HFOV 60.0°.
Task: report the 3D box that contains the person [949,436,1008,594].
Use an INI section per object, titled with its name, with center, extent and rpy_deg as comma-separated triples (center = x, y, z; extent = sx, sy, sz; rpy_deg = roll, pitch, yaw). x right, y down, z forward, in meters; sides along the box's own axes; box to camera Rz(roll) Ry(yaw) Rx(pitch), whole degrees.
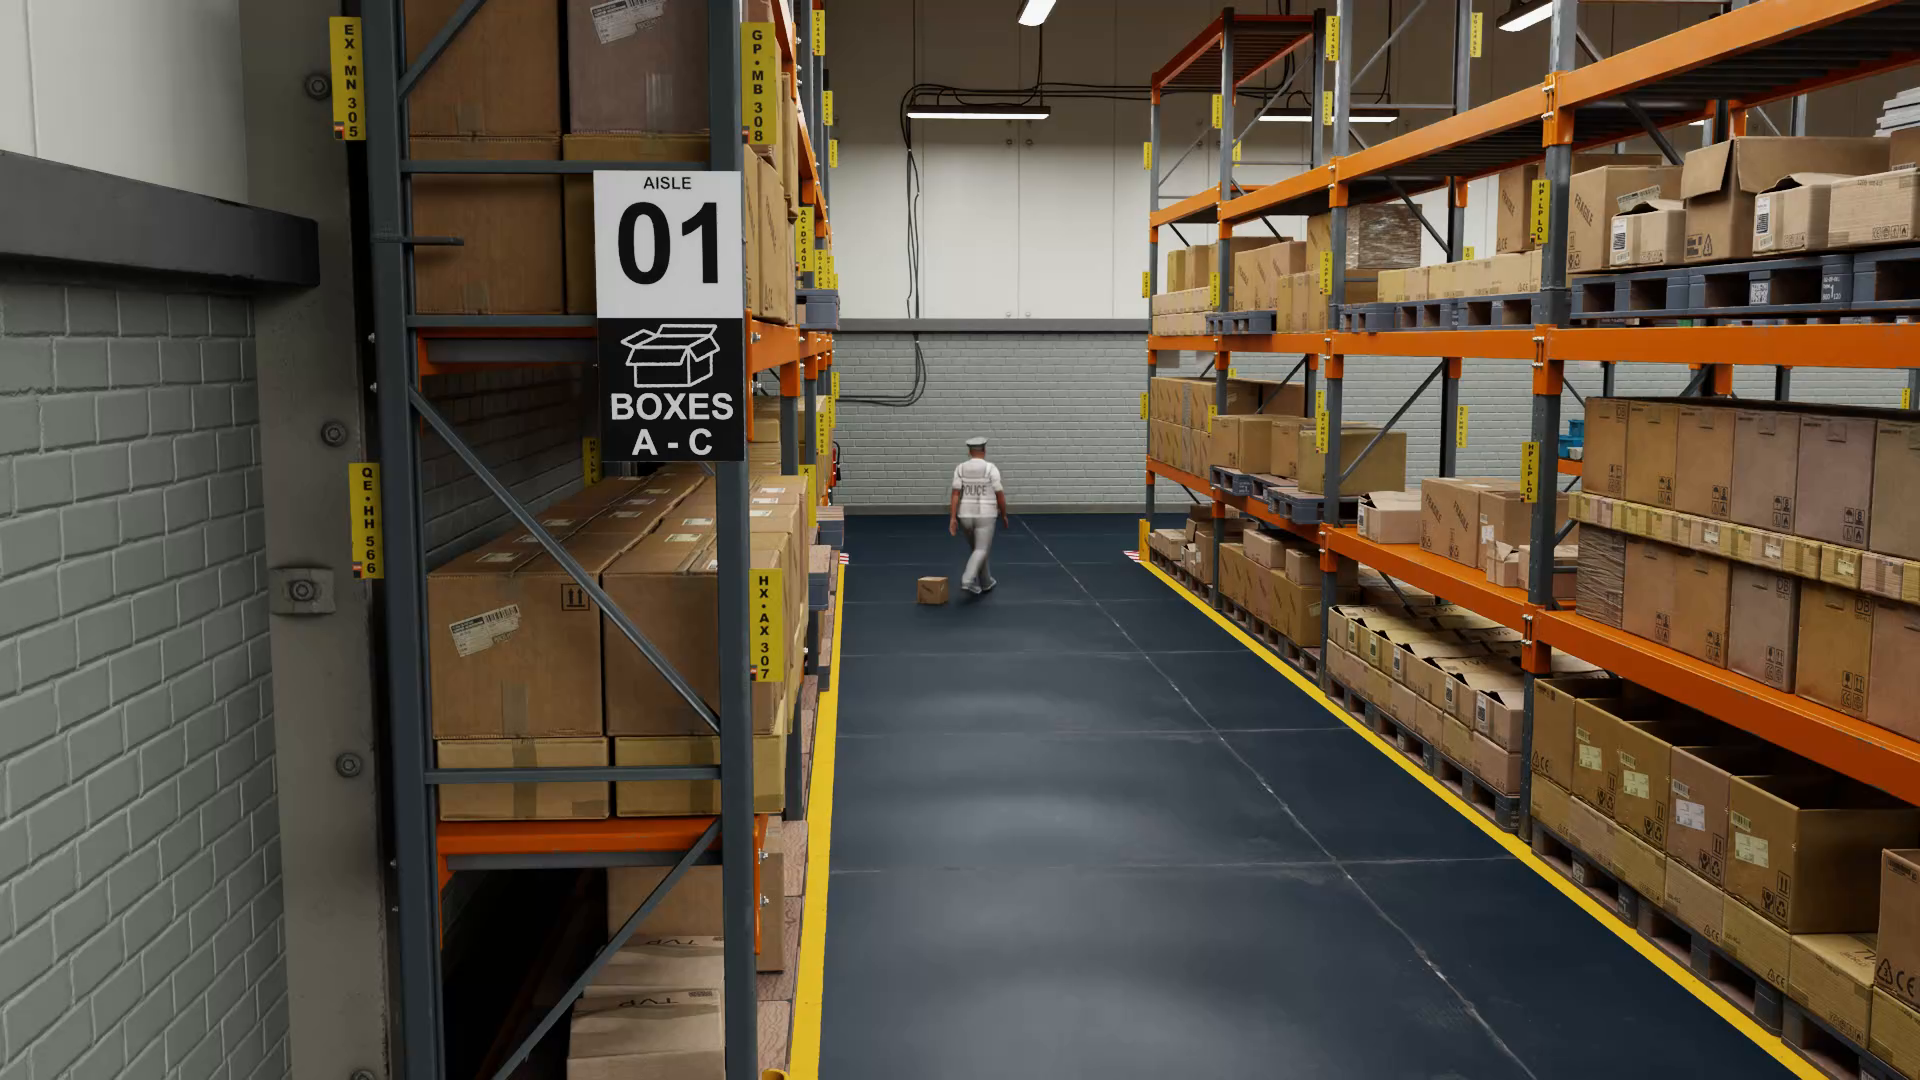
[person]
center = 0.199, -0.260, 17.925
extent = 0.546, 1.708, 1.092
rpy_deg = 3, 8, 26
